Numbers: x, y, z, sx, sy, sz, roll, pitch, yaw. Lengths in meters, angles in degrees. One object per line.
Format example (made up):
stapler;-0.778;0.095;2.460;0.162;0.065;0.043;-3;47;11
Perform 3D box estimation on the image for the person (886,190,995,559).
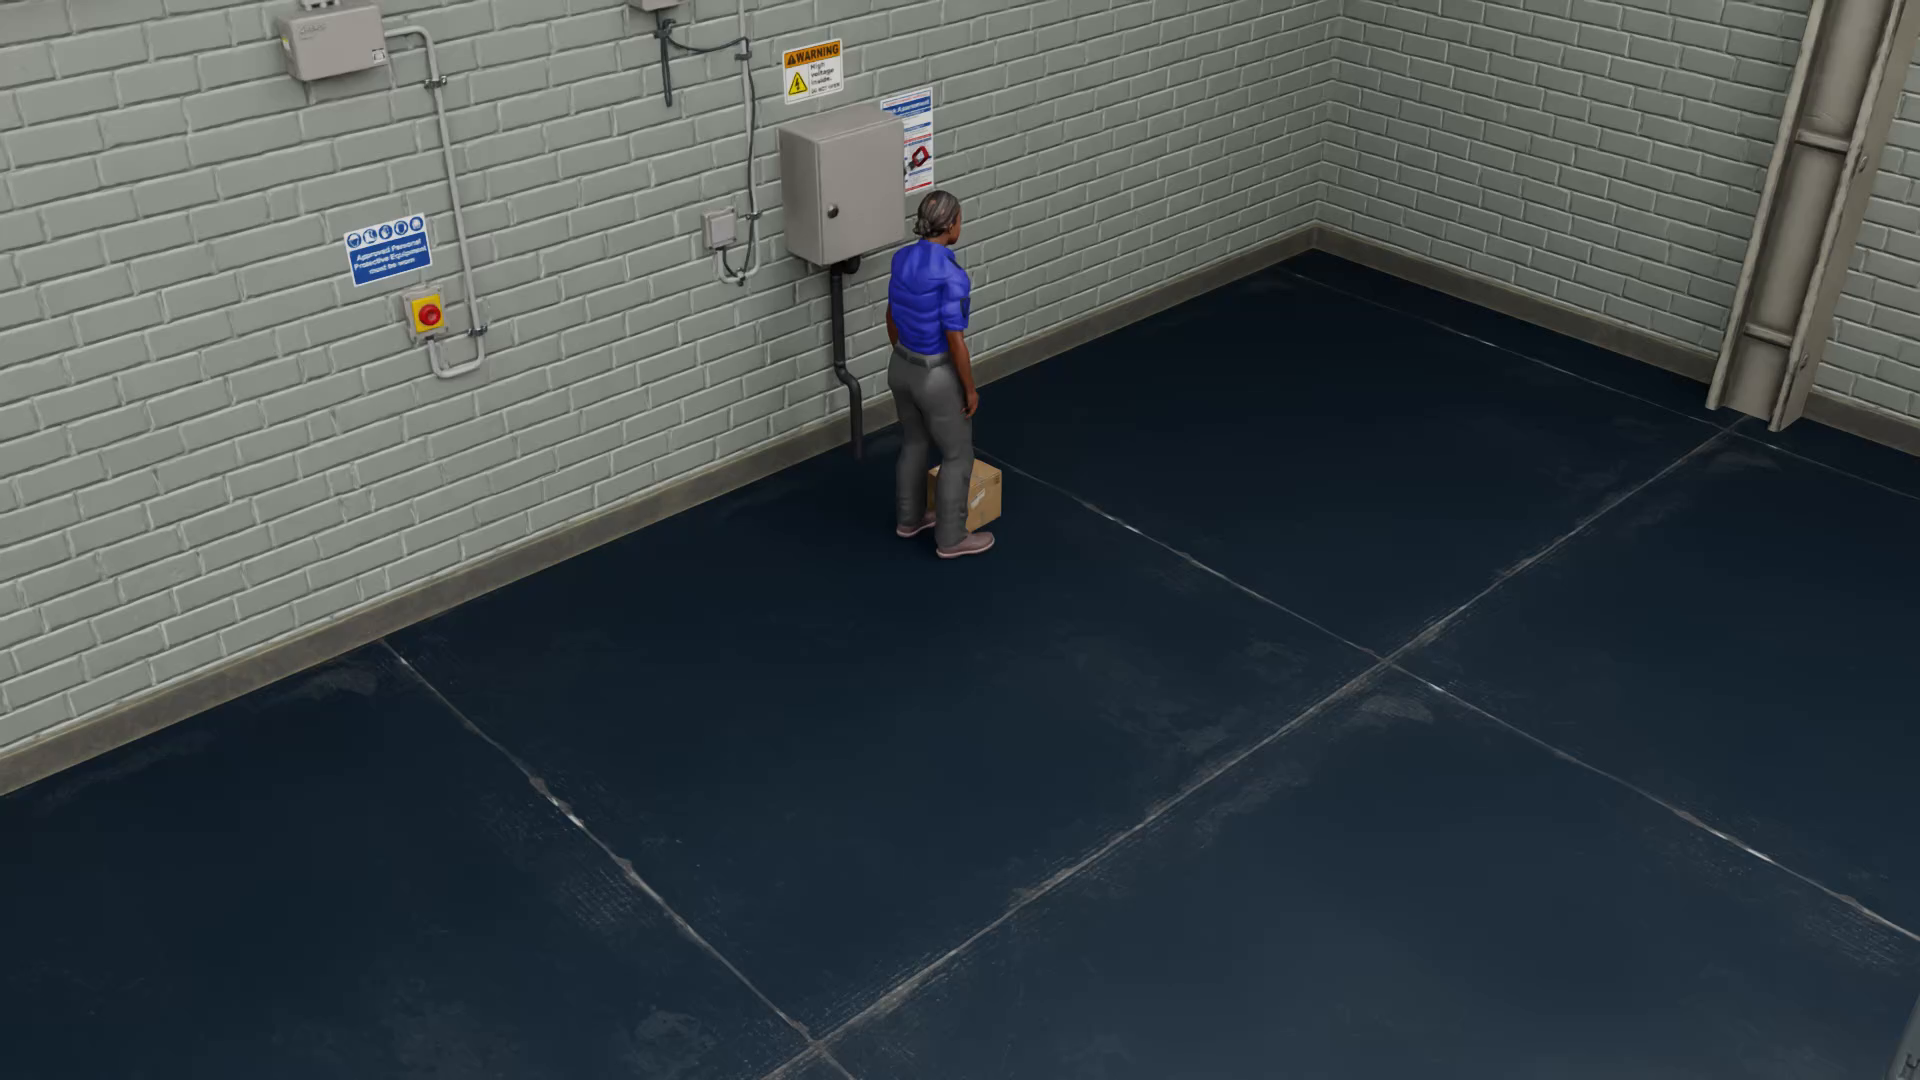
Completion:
person;-0.113;-0.714;7.286;0.349;1.655;0.510;-26;40;-35
